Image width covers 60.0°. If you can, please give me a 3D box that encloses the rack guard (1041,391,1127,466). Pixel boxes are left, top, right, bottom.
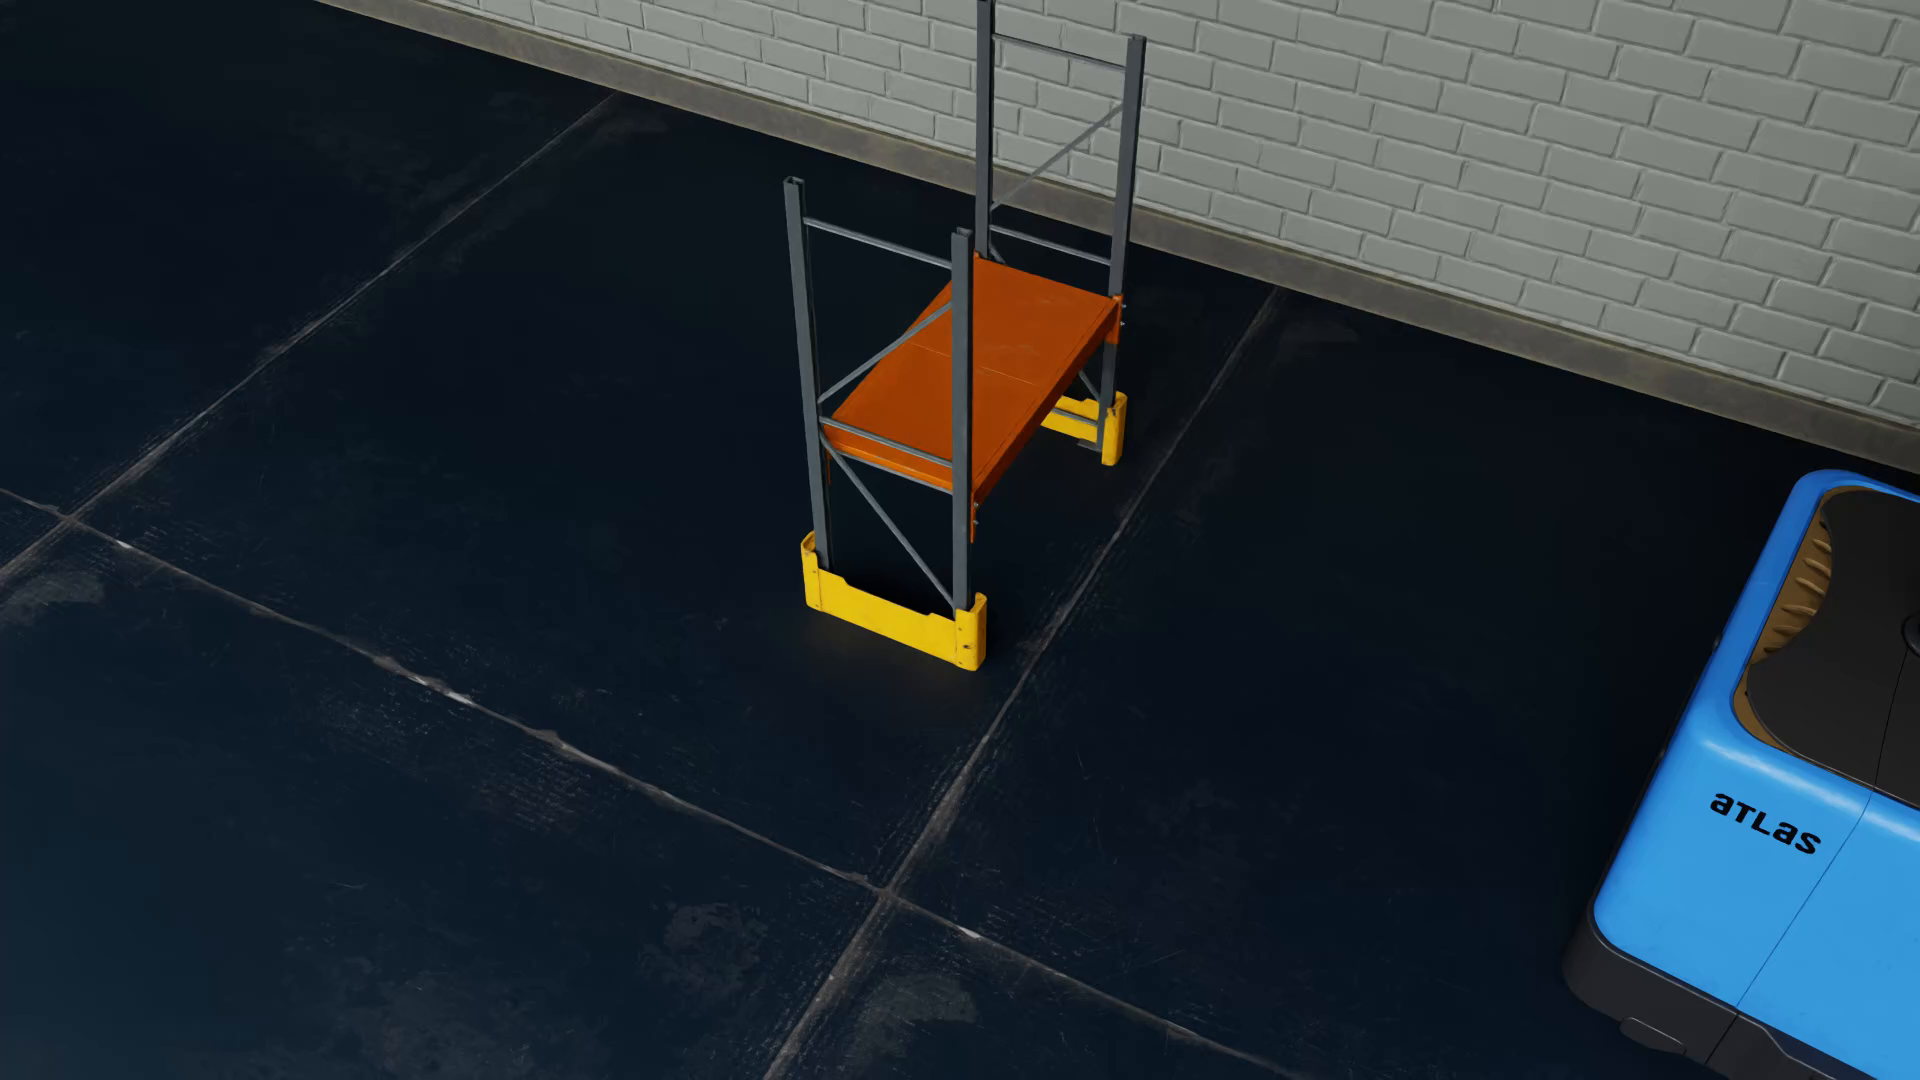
[{"bbox_3d":[0.267,-0.450,5.519,0.587,0.250,0.087,20,49,19],"label":"rack guard"}]

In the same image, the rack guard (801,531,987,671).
[{"bbox_3d":[-0.196,0.178,4.898,0.587,0.250,0.087,20,49,19],"label":"rack guard"}]

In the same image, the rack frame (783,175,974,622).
[{"bbox_3d":[-0.196,-0.261,4.453,0.500,1.500,0.032,20,49,19],"label":"rack frame"}]

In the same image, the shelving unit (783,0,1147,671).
[{"bbox_3d":[0.035,-0.575,4.764,0.587,1.500,1.083,20,49,19],"label":"shelving unit"}]

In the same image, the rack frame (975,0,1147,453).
[{"bbox_3d":[0.276,-0.901,5.086,0.500,1.500,0.032,20,49,19],"label":"rack frame"}]

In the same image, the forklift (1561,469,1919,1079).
[{"bbox_3d":[2.990,0.402,2.792,3.031,2.935,1.130,26,51,23],"label":"forklift"}]

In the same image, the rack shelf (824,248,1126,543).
[{"bbox_3d":[0.040,-0.455,4.898,0.538,0.185,1.000,20,49,19],"label":"rack shelf"}]
